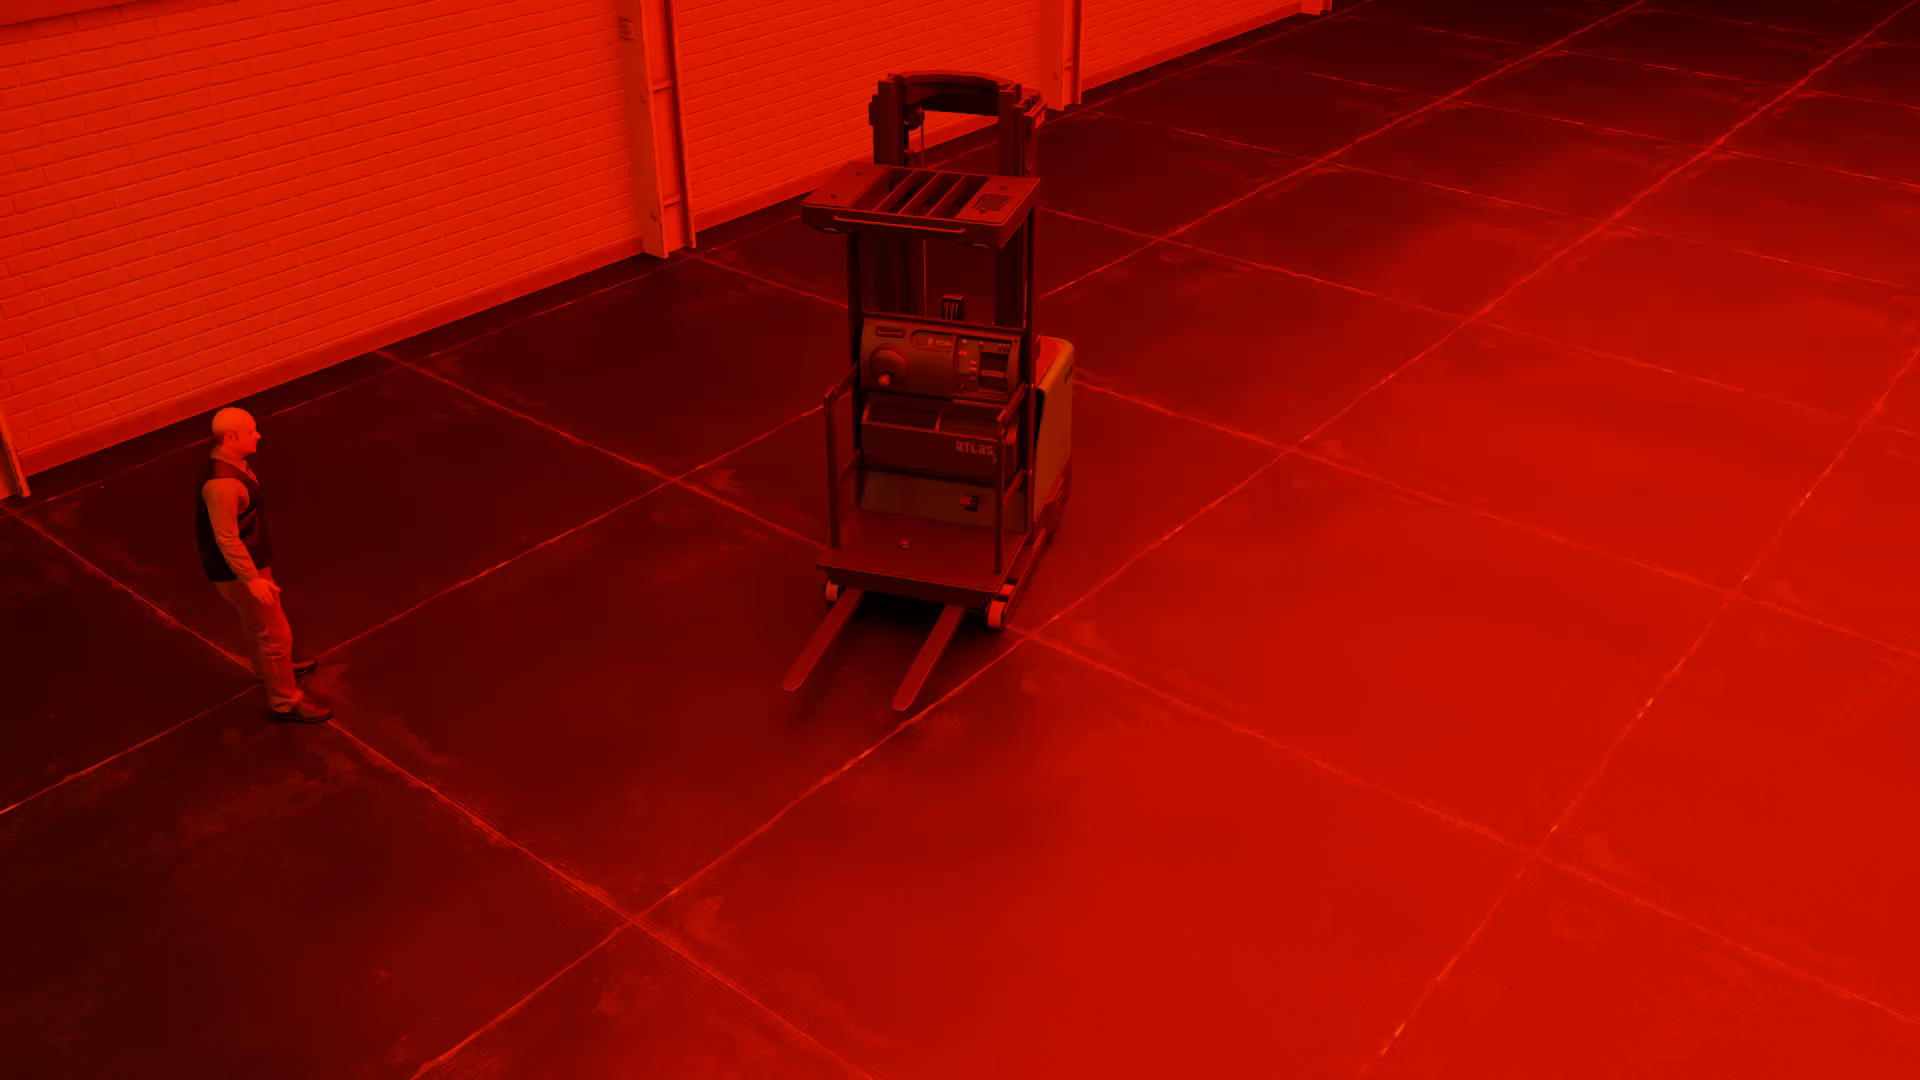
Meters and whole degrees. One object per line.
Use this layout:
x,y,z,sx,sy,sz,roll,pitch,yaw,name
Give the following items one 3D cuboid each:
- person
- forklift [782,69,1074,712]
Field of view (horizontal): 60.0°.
-3.655,0.126,8.581,0.451,1.726,0.649,-12,32,-20,person
-0.176,-0.972,9.258,1.130,2.935,3.031,9,31,14,forklift
